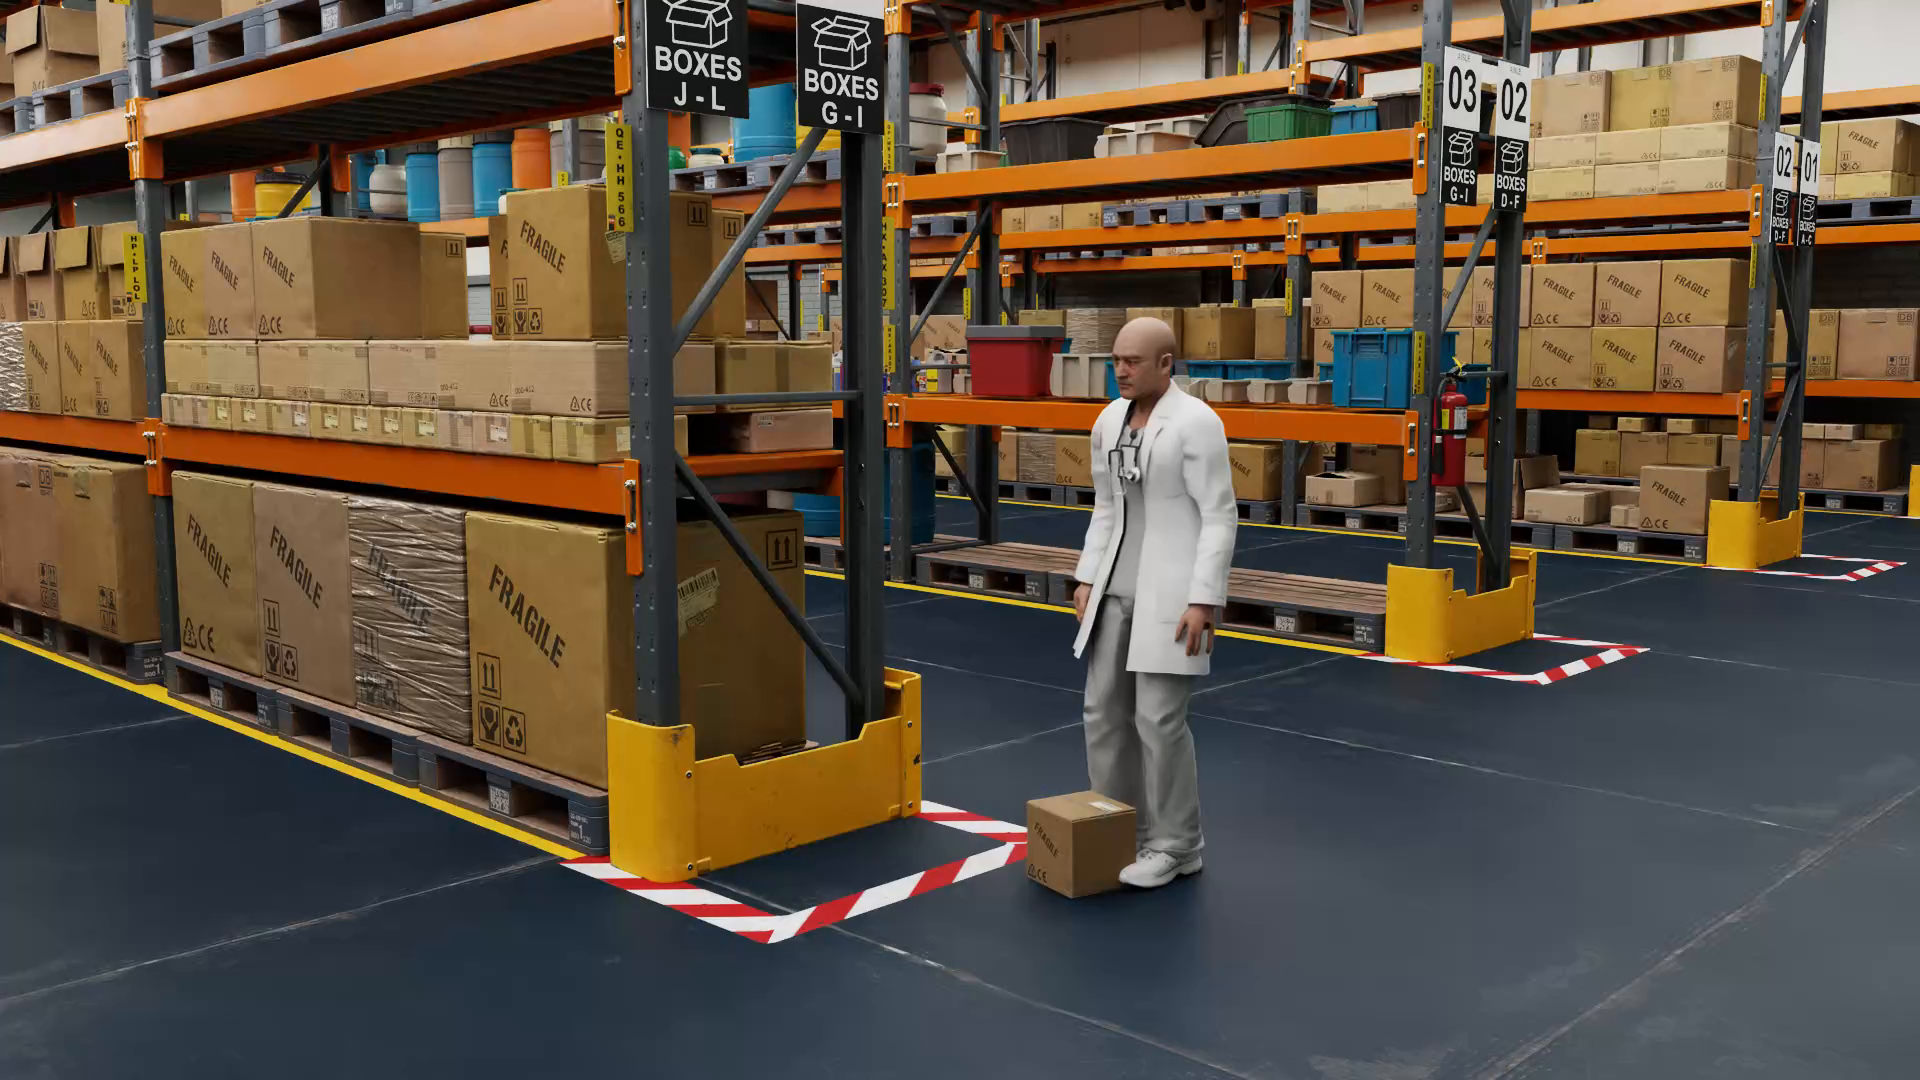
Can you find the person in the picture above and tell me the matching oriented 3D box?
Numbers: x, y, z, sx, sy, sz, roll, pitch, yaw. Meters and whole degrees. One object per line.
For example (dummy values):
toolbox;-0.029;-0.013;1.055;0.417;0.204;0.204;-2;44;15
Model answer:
person;0.596;0.185;5.289;0.429;1.772;0.645;-5;8;-35
